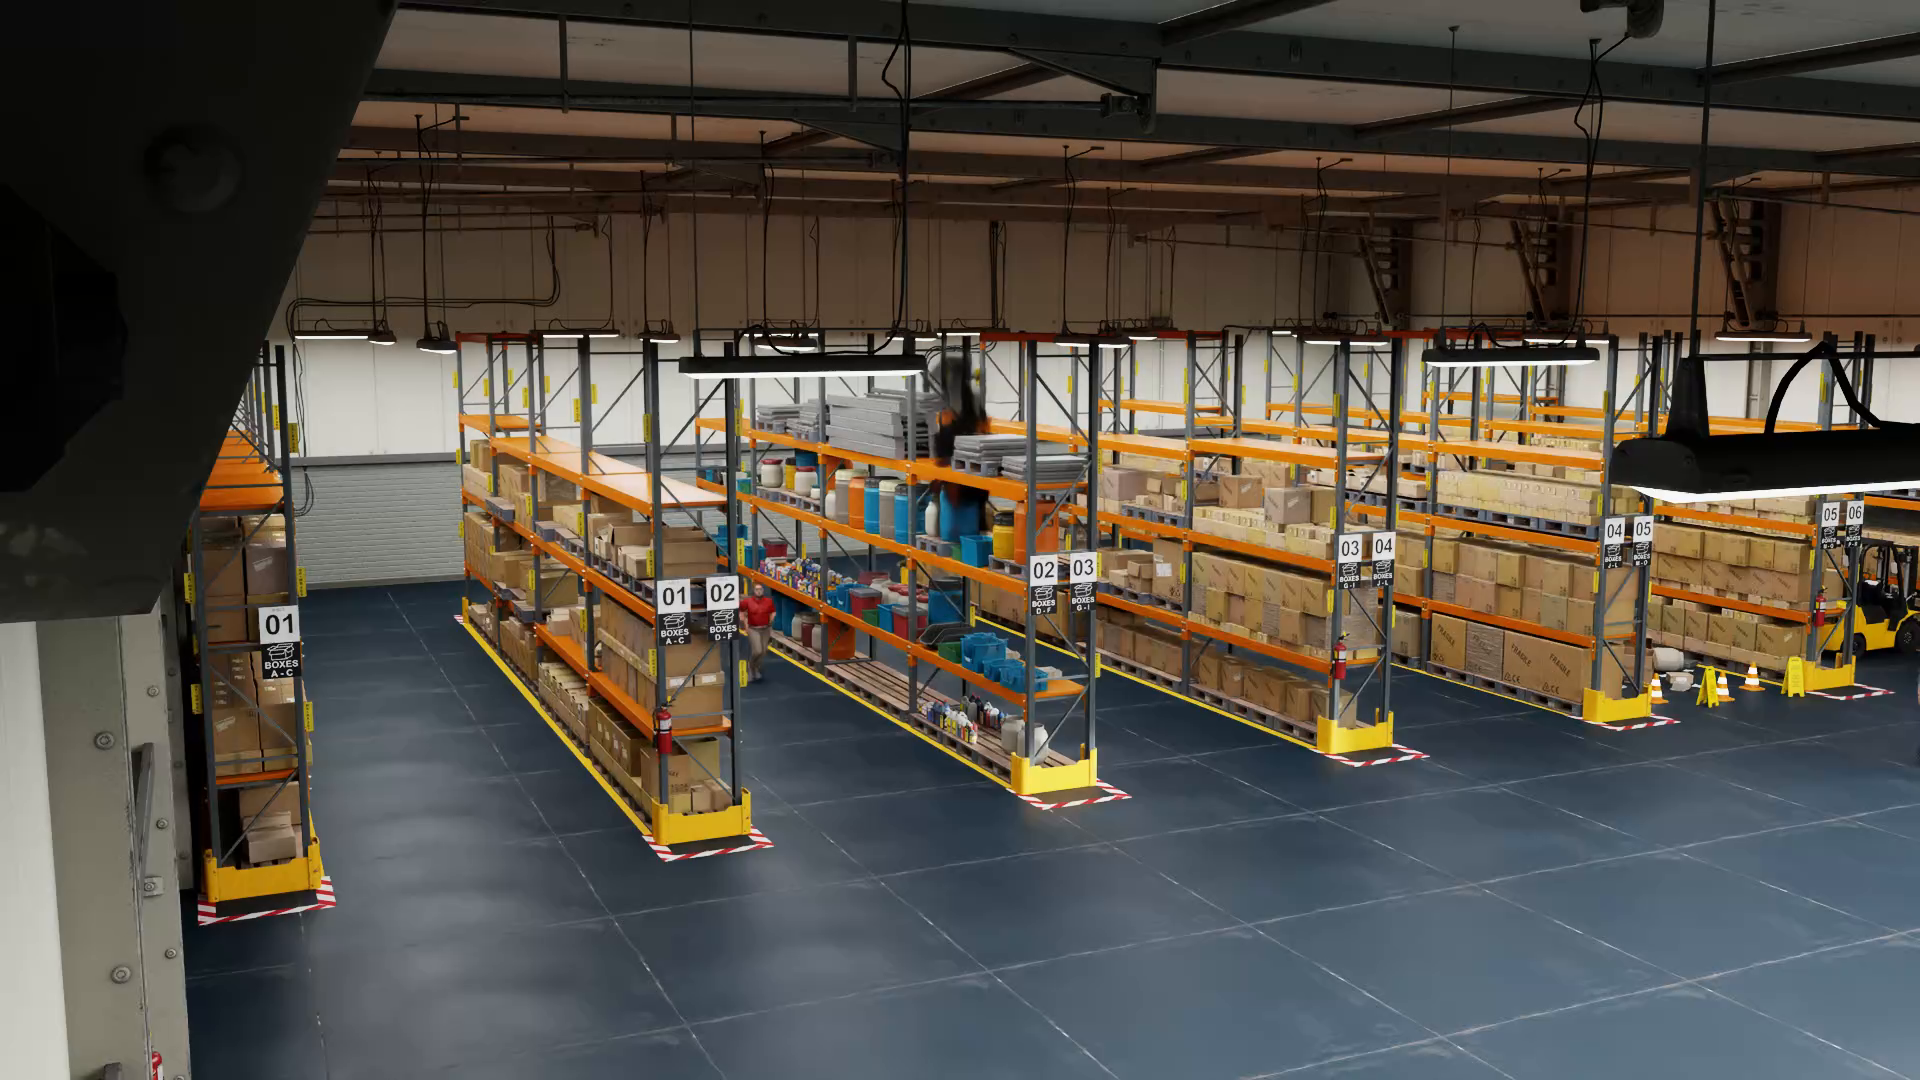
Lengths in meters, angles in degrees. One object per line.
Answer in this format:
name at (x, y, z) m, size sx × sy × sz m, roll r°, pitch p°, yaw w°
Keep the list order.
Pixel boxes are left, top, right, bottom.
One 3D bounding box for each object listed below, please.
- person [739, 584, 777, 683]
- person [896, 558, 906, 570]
person at (-3.465, 1.622, 28.811) m, size 0.633 × 1.741 × 0.692 m, roll -3°, pitch 8°, yaw -24°
person at (-1.081, 0.120, 40.096) m, size 0.935 × 1.705 × 0.747 m, roll 2°, pitch 8°, yaw 13°
